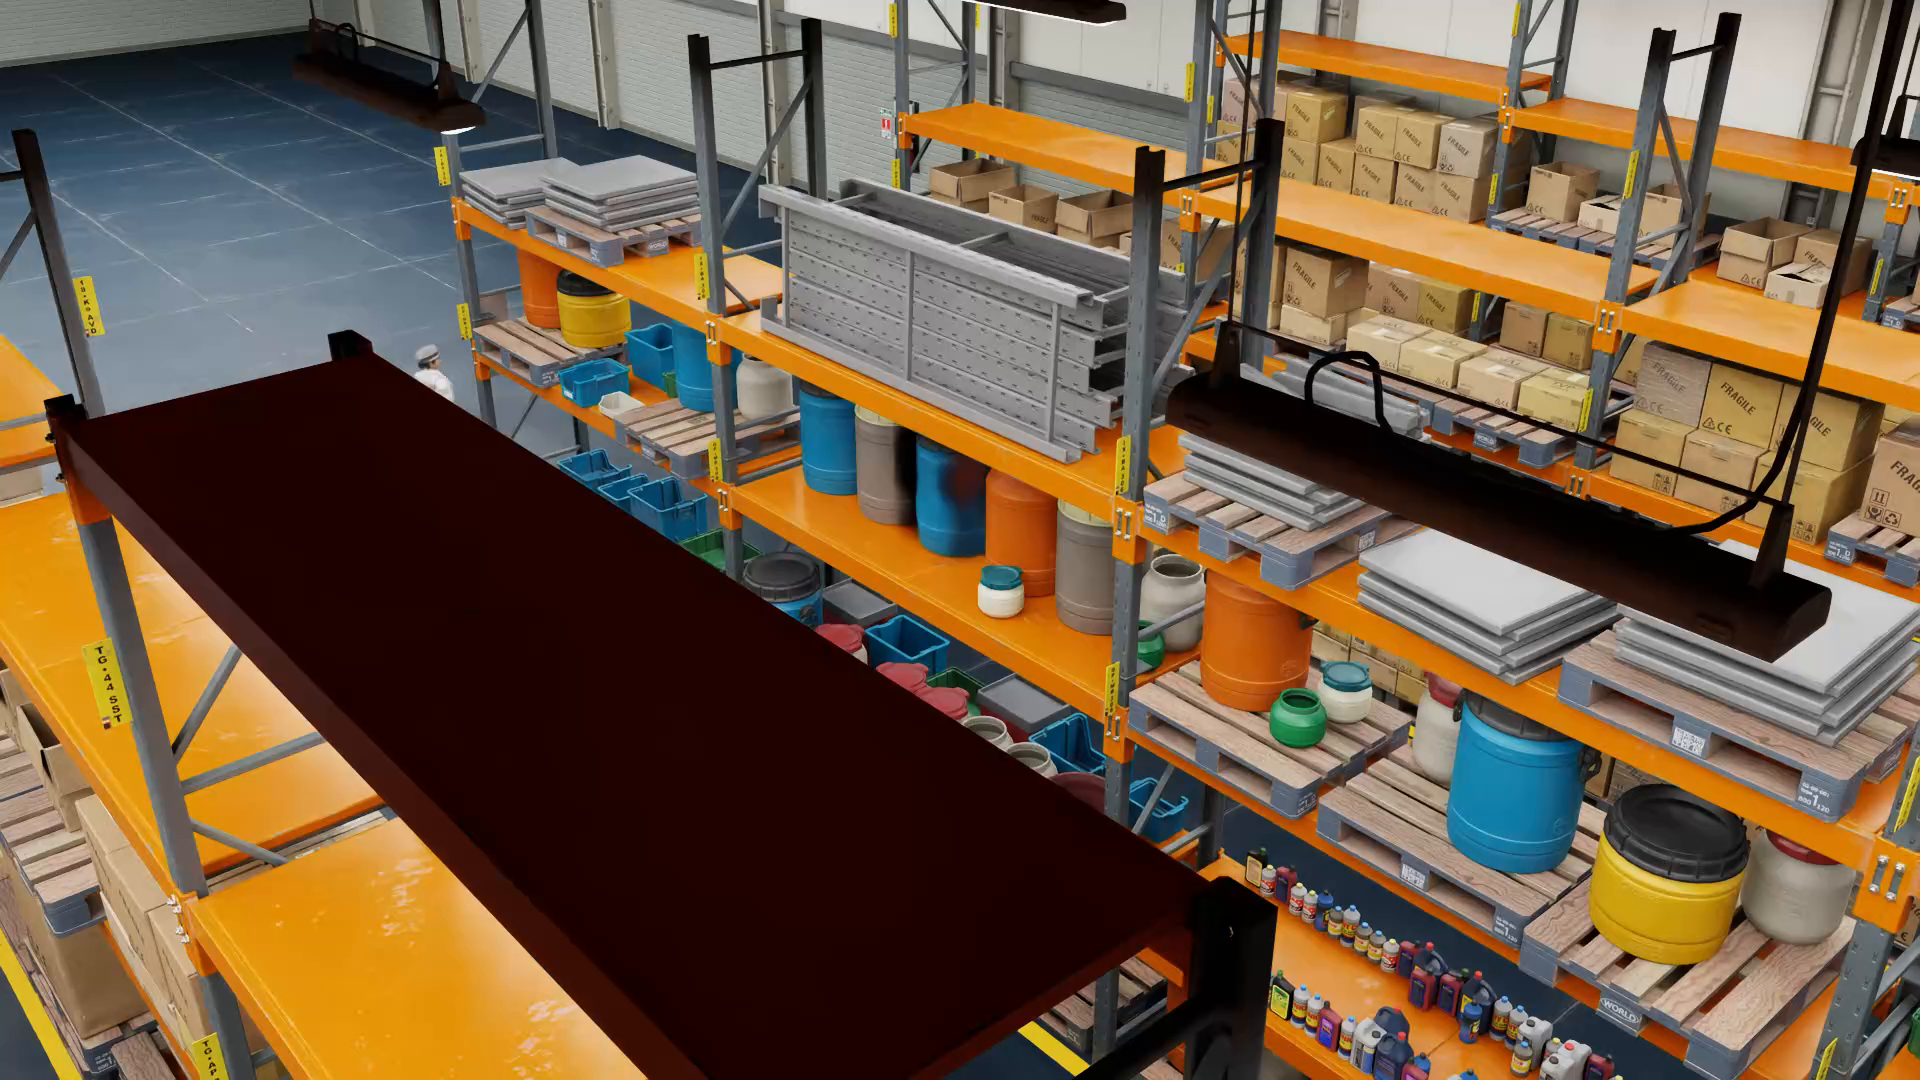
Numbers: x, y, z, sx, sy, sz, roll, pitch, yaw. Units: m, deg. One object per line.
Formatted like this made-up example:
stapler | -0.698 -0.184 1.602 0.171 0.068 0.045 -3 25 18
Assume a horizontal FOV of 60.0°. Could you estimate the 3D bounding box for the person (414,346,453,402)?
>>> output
person | -5.750 -1.316 18.314 0.597 1.703 0.382 13 30 24
